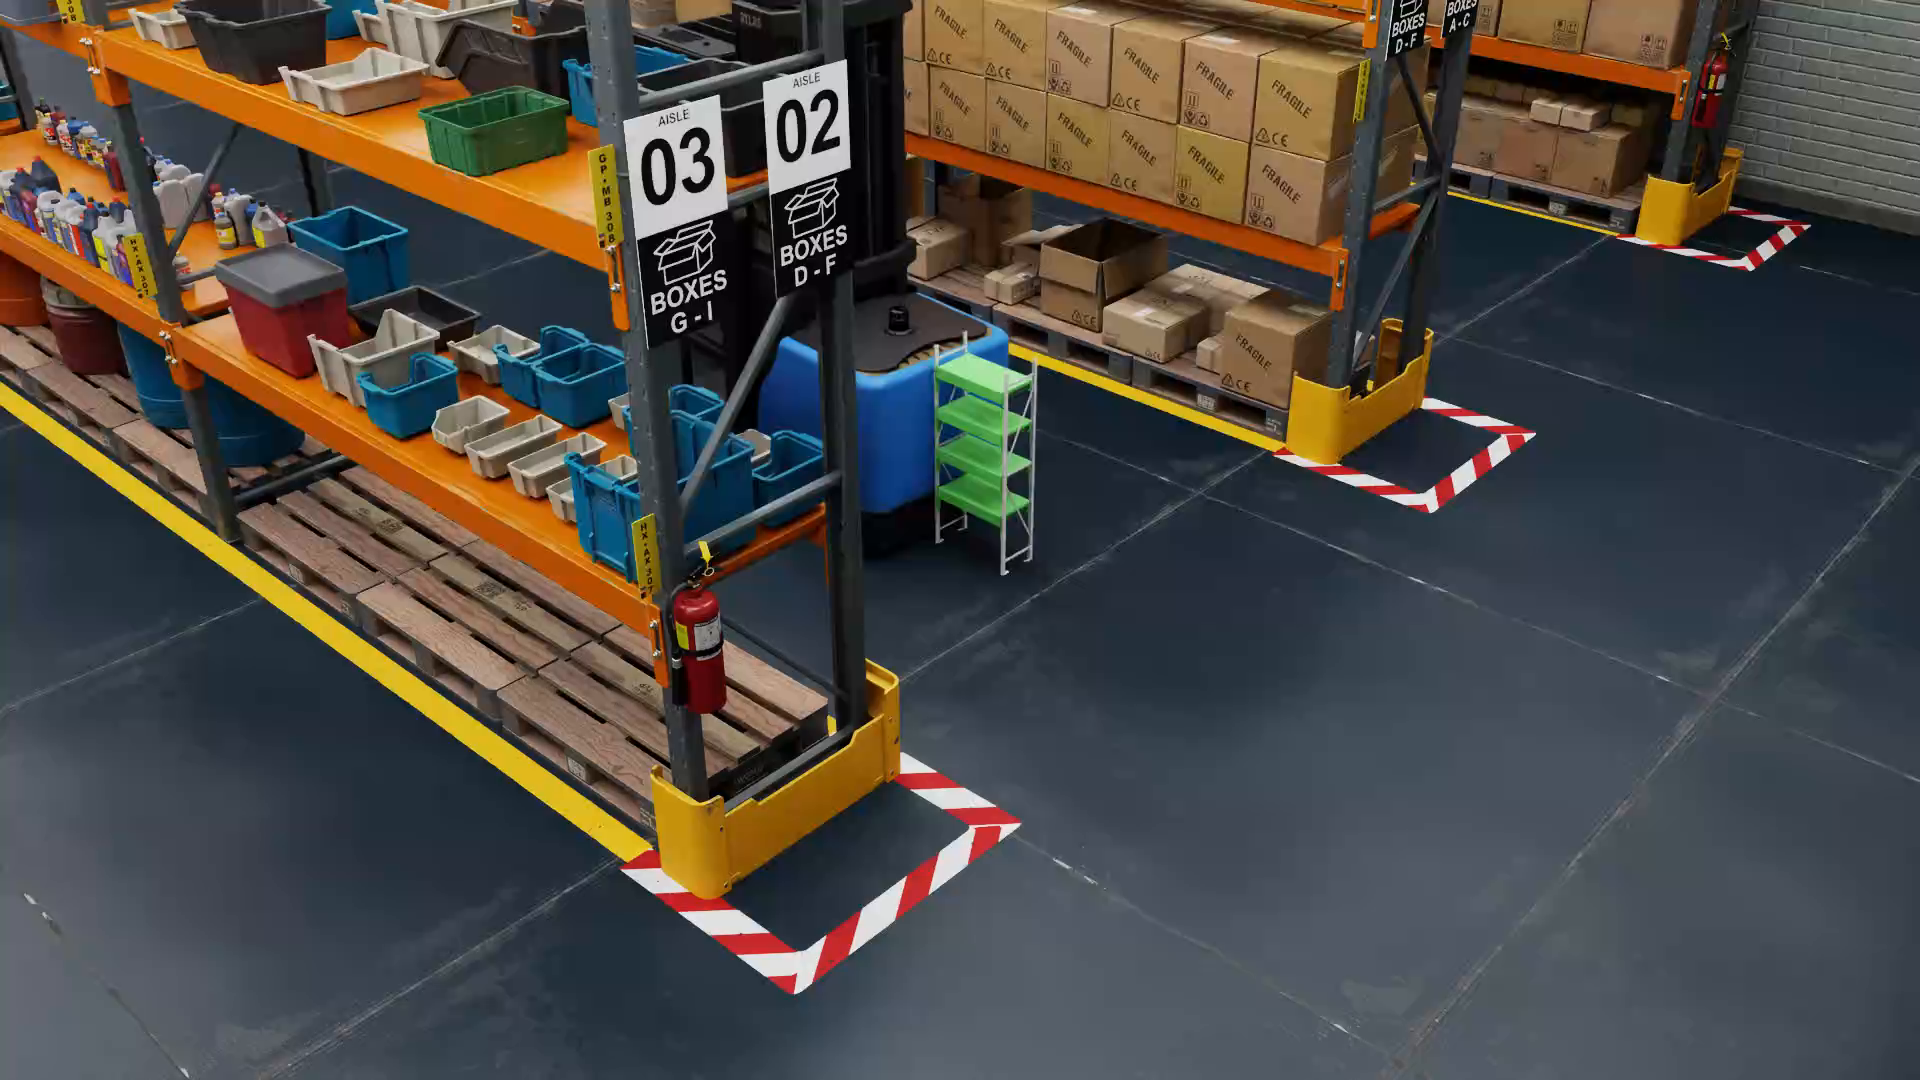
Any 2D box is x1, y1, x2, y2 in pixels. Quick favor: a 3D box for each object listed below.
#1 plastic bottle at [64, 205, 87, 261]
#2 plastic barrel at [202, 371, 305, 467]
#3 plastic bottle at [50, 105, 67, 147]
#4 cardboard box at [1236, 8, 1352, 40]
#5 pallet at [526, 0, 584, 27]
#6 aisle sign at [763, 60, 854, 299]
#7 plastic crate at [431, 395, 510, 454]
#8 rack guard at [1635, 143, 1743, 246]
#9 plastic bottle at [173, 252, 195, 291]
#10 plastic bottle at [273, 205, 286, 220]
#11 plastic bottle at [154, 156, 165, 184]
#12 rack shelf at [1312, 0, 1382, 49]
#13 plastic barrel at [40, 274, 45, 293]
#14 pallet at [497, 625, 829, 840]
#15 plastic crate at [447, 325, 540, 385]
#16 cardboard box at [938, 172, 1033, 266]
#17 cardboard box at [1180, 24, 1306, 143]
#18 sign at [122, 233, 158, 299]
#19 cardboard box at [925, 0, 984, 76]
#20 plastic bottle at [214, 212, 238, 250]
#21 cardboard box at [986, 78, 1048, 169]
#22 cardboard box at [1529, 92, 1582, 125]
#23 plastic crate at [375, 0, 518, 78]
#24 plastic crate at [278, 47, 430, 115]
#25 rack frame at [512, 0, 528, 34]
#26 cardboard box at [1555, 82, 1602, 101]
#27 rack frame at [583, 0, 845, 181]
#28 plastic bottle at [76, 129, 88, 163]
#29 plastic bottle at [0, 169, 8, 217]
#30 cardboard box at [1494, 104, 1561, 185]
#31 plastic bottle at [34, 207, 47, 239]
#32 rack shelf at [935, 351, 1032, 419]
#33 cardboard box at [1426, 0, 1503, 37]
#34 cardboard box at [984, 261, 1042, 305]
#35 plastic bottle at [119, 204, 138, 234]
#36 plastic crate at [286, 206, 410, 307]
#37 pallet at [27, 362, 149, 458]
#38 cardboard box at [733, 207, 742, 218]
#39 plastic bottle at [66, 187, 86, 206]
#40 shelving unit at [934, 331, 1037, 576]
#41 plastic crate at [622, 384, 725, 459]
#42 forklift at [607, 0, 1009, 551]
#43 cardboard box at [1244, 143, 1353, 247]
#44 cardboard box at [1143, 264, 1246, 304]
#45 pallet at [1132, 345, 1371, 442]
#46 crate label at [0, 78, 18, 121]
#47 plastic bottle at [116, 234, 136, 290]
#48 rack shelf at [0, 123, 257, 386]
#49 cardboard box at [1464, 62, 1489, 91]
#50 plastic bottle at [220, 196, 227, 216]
[{"bbox_3d":[-4.906,-1.729,9.334,0.135,0.276,0.152,25,39,35],"label":"plastic bottle"},{"bbox_3d":[-4.144,-0.944,9.538,0.708,0.901,0.600,25,39,35],"label":"plastic barrel"},{"bbox_3d":[-5.961,-2.746,11.017,0.133,0.283,0.061,25,39,35],"label":"plastic bottle"},{"bbox_3d":[1.995,-2.881,10.060,0.500,0.500,0.500,25,39,36],"label":"cardboard box"},{"bbox_3d":[-2.842,-4.456,13.929,1.003,0.211,1.213,25,39,35],"label":"pallet"},{"bbox_3d":[-0.534,-1.287,5.958,0.004,0.787,0.394,25,39,35],"label":"aisle sign"},{"bbox_3d":[-2.173,-0.498,7.367,0.250,0.136,0.298,25,39,35],"label":"plastic crate"},{"bbox_3d":[5.879,-2.793,13.405,0.348,0.500,1.175,25,39,35],"label":"rack guard"},{"bbox_3d":[-4.192,-1.450,8.944,0.097,0.201,0.097,0,31,0],"label":"plastic bottle"},{"bbox_3d":[-3.837,-1.755,9.370,0.133,0.283,0.061,25,39,35],"label":"plastic bottle"},{"bbox_3d":[-4.838,-2.204,10.128,0.097,0.271,0.097,0,31,0],"label":"plastic bottle"},{"bbox_3d":[1.057,-3.646,10.188,4.000,0.370,1.077,25,39,35],"label":"rack shelf"},{"bbox_3d":[-5.865,-1.643,11.076,0.421,0.512,0.421,0,31,0],"label":"plastic barrel"},{"bbox_3d":[-1.372,0.810,7.700,1.213,0.211,1.003,25,39,35],"label":"pallet"},{"bbox_3d":[-2.260,-0.894,8.024,0.466,0.136,0.293,25,39,35],"label":"plastic crate"},{"bbox_3d":[0.187,-2.390,12.309,0.500,0.500,0.500,25,39,35],"label":"cardboard box"},{"bbox_3d":[1.650,-2.672,9.713,0.500,0.500,0.500,26,40,36],"label":"cardboard box"},{"bbox_3d":[-4.123,-1.377,8.361,0.005,0.325,0.100,25,39,35],"label":"sign"},{"bbox_3d":[0.117,-3.384,10.896,0.500,0.500,0.500,24,38,34],"label":"cardboard box"},{"bbox_3d":[-4.181,-1.762,9.461,0.097,0.201,0.097,0,31,0],"label":"plastic bottle"},{"bbox_3d":[0.520,-2.774,10.852,0.500,0.500,0.500,25,39,35],"label":"cardboard box"},{"bbox_3d":[4.868,-3.527,13.587,0.250,0.149,0.380,26,40,36],"label":"cardboard box"},{"bbox_3d":[-2.223,-2.204,7.209,0.530,0.282,0.437,25,39,35],"label":"plastic crate"},{"bbox_3d":[-2.485,-1.877,6.806,0.530,0.136,0.437,25,39,35],"label":"plastic crate"},{"bbox_3d":[-3.392,-4.746,14.225,0.127,3.000,1.000,25,39,35],"label":"rack frame"},{"bbox_3d":[5.126,-3.672,13.828,0.250,0.149,0.380,25,39,35],"label":"cardboard box"},{"bbox_3d":[-0.787,-2.654,4.934,0.127,3.000,1.000,25,39,35],"label":"rack frame"},{"bbox_3d":[-5.671,-2.563,10.792,0.097,0.201,0.097,0,31,0],"label":"plastic bottle"},{"bbox_3d":[-5.690,-2.074,9.912,0.097,0.271,0.097,0,31,0],"label":"plastic bottle"},{"bbox_3d":[4.904,-3.359,13.938,0.500,0.500,0.700,25,39,35],"label":"cardboard box"},{"bbox_3d":[-5.283,-1.854,9.614,0.097,0.201,0.097,0,31,0],"label":"plastic bottle"},{"bbox_3d":[0.129,-0.809,8.623,0.480,0.148,0.258,26,40,36],"label":"rack shelf"},{"bbox_3d":[4.370,-4.689,13.839,0.700,0.700,0.980,23,38,33],"label":"cardboard box"},{"bbox_3d":[0.388,-1.813,11.673,0.250,0.166,0.380,25,39,35],"label":"cardboard box"},{"bbox_3d":[-4.557,-1.696,9.206,0.185,0.351,0.144,25,39,35],"label":"plastic bottle"},{"bbox_3d":[-3.178,-1.456,8.718,0.575,0.384,0.392,25,39,35],"label":"plastic crate"},{"bbox_3d":[-5.205,-0.979,10.672,1.213,0.211,1.003,25,39,35],"label":"pallet"},{"bbox_3d":[-1.716,-2.888,13.136,0.500,0.500,0.500,26,39,36],"label":"cardboard box"},{"bbox_3d":[-5.108,-1.908,9.636,0.097,0.271,0.097,0,31,0],"label":"plastic bottle"},{"bbox_3d":[0.129,-0.452,8.838,0.503,1.200,0.258,26,40,36],"label":"shelving unit"},{"bbox_3d":[-1.237,-0.477,7.239,0.300,0.233,0.416,25,39,35],"label":"plastic crate"},{"bbox_3d":[-1.075,-1.872,9.518,1.130,2.935,3.031,-25,39,-35],"label":"forklift"},{"bbox_3d":[2.025,-2.071,9.685,0.500,0.500,0.500,26,40,36],"label":"cardboard box"},{"bbox_3d":[1.586,-1.630,11.289,0.500,0.250,0.500,25,39,35],"label":"cardboard box"},{"bbox_3d":[1.892,-1.084,10.847,1.213,0.211,1.003,25,39,35],"label":"pallet"},{"bbox_3d":[-6.779,-3.070,11.604,0.416,0.233,0.303,25,39,35],"label":"crate label"},{"bbox_3d":[-4.464,-1.494,8.937,0.133,0.283,0.061,25,39,35],"label":"plastic bottle"},{"bbox_3d":[-5.235,-1.853,10.116,4.000,0.370,1.077,25,39,35],"label":"rack shelf"},{"bbox_3d":[4.373,-4.023,14.411,0.250,0.149,0.380,24,39,34],"label":"cardboard box"},{"bbox_3d":[-4.251,-1.900,9.691,0.097,0.201,0.097,0,31,0],"label":"plastic bottle"}]
